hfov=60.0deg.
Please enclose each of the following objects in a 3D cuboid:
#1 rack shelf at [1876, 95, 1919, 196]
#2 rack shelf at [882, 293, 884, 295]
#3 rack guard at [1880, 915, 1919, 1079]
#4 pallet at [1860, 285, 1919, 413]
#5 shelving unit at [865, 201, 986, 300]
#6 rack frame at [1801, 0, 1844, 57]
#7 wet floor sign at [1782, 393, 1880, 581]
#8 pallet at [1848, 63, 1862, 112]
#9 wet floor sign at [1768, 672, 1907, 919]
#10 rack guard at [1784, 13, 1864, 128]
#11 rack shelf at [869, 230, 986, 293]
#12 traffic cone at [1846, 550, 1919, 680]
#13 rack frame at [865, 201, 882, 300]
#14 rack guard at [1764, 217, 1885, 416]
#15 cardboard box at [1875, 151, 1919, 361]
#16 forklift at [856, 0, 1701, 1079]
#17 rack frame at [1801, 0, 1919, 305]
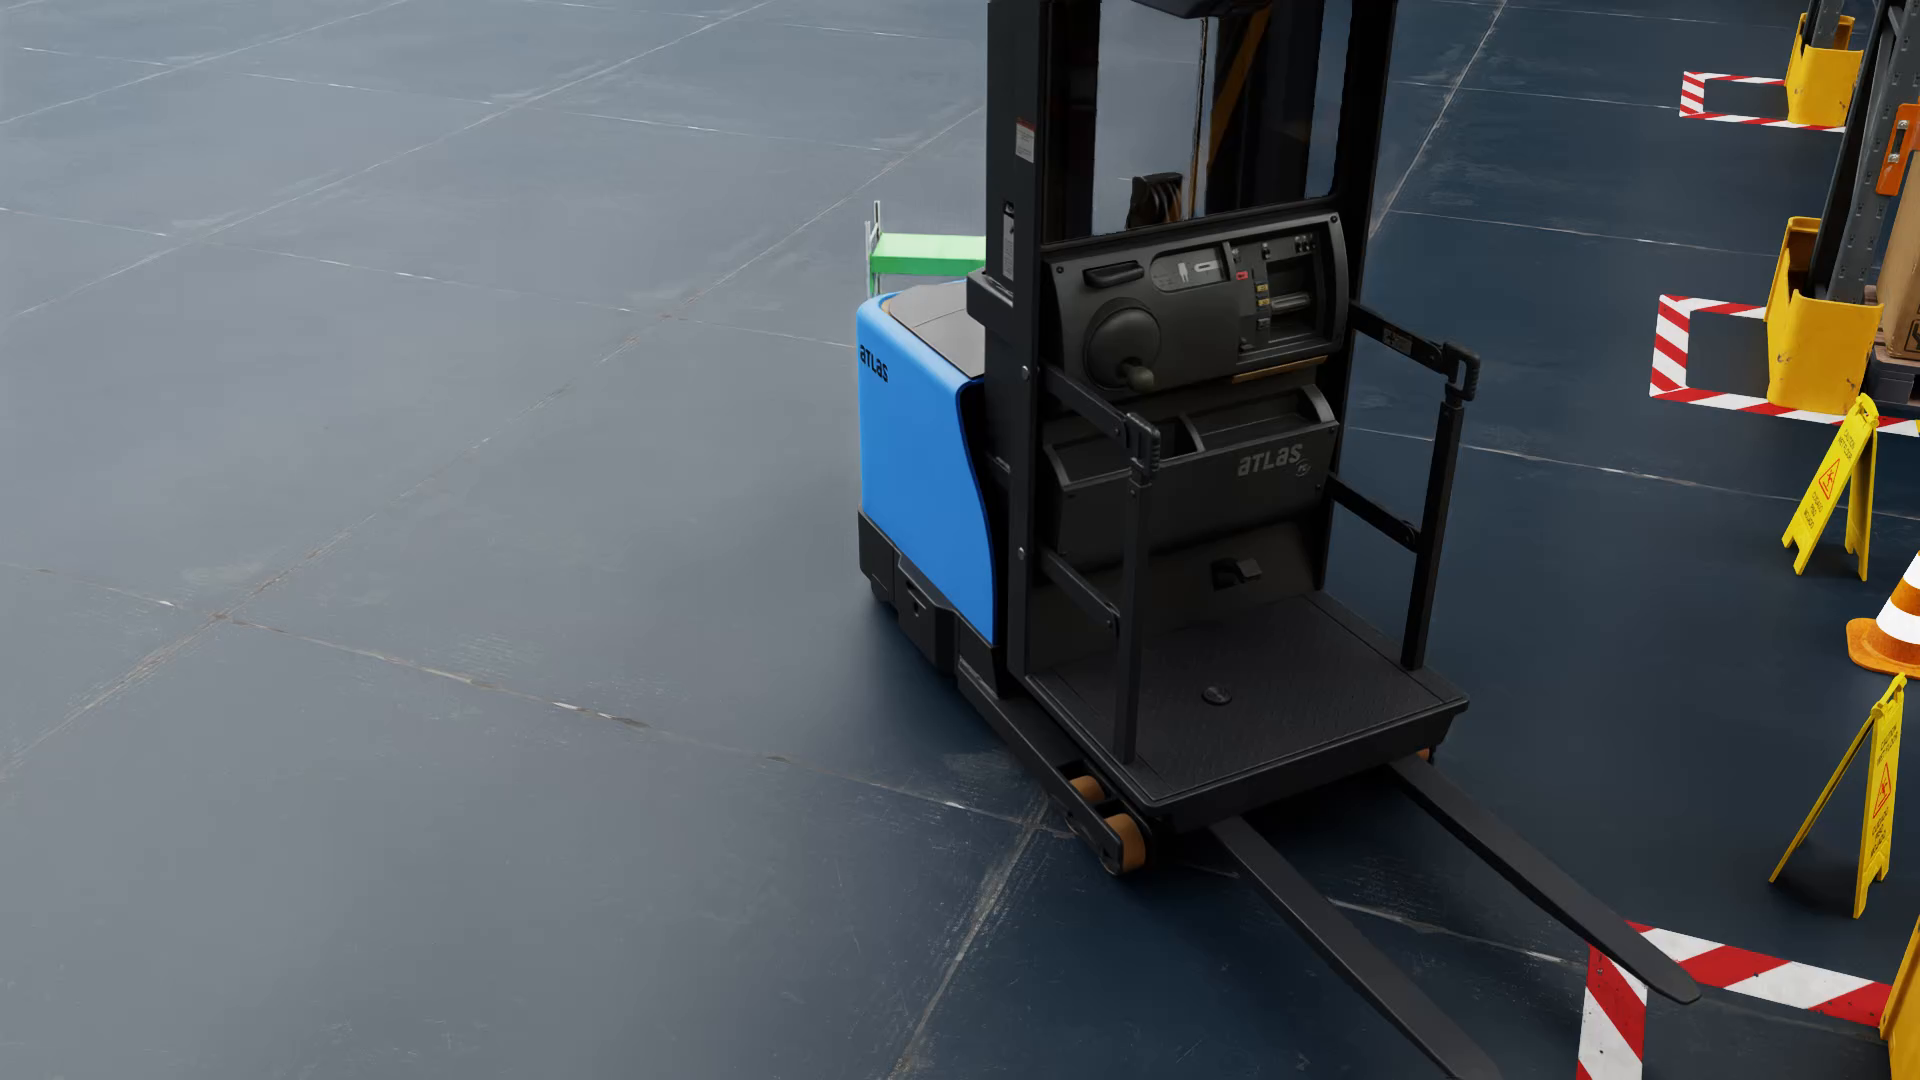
[{"bbox_3d":[5.799,-1.445,6.489,4.000,0.370,1.077,11,31,19],"label":"rack shelf"},{"bbox_3d":[-0.066,-0.776,6.046,0.480,0.148,0.258,3,30,5],"label":"rack shelf"},{"bbox_3d":[2.249,1.250,3.530,0.348,0.500,1.175,11,31,19],"label":"rack guard"},{"bbox_3d":[4.716,-0.802,7.454,1.213,0.211,1.003,11,31,19],"label":"pallet"},{"bbox_3d":[-0.066,-0.623,6.132,0.503,1.200,0.258,3,30,5],"label":"shelving unit"},{"bbox_3d":[5.904,-4.371,10.934,0.127,3.000,1.000,11,31,19],"label":"rack frame"},{"bbox_3d":[3.174,-0.206,5.958,0.232,0.644,0.267,6,30,11],"label":"wet floor sign"},{"bbox_3d":[6.714,-2.976,11.301,1.213,0.211,1.003,11,31,19],"label":"pallet"},{"bbox_3d":[2.404,0.650,4.445,0.232,0.644,0.267,24,37,36],"label":"wet floor sign"},{"bbox_3d":[5.974,-3.268,11.525,0.348,0.500,1.175,11,31,19],"label":"rack guard"},{"bbox_3d":[-0.066,-0.985,5.928,0.480,0.148,0.258,3,30,5],"label":"rack shelf"},{"bbox_3d":[3.164,0.175,5.471,0.334,0.463,0.336,11,31,19],"label":"traffic cone"},{"bbox_3d":[-0.309,-0.636,6.155,0.015,1.200,0.240,3,30,5],"label":"rack frame"},{"bbox_3d":[3.923,-1.044,7.589,0.348,0.500,1.175,11,31,19],"label":"rack guard"},{"bbox_3d":[4.599,-1.290,7.217,0.875,0.875,0.875,11,31,19],"label":"cardboard box"},{"bbox_3d":[0.759,-0.601,4.334,1.130,2.935,3.031,-14,32,-23],"label":"forklift"},{"bbox_3d":[3.946,-2.128,6.966,0.127,3.000,1.000,11,31,19],"label":"rack frame"}]
